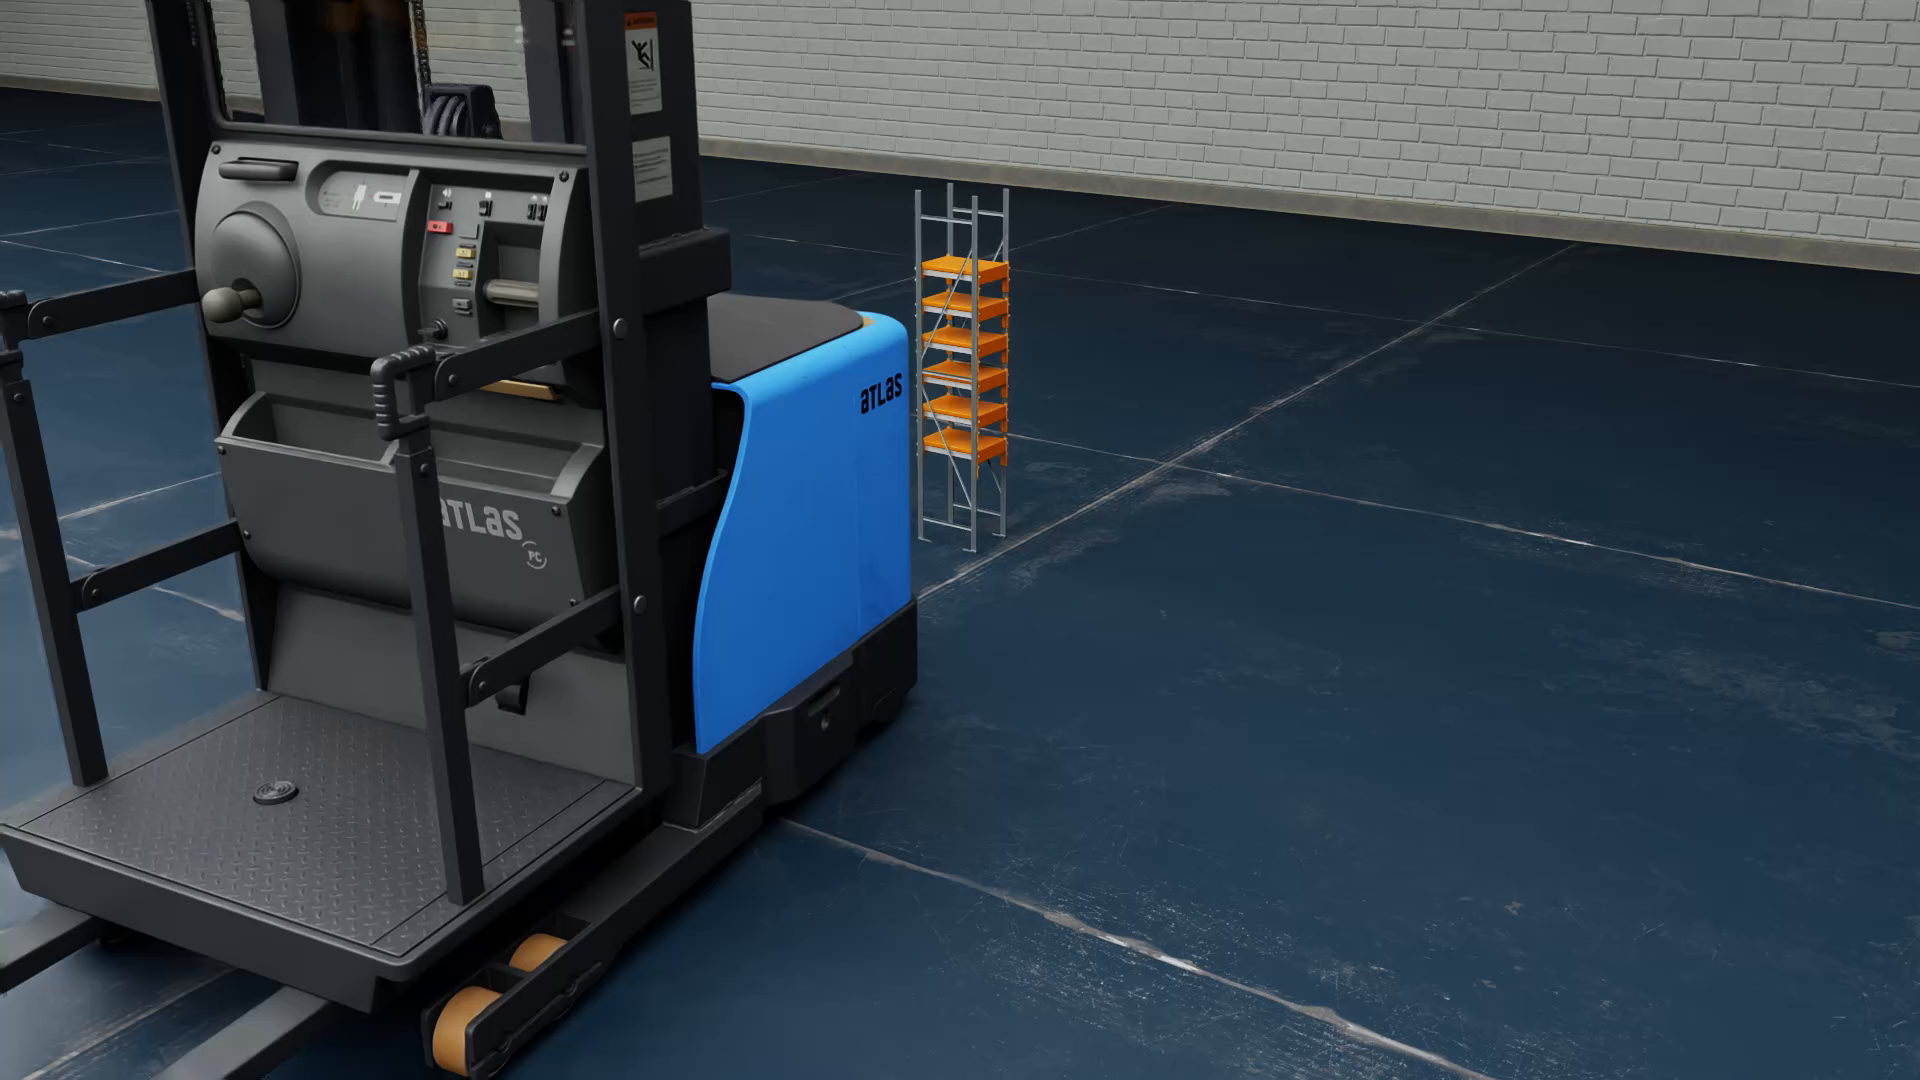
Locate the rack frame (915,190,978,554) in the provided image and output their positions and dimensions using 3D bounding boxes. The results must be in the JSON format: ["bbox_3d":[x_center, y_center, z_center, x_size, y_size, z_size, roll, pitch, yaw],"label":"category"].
[{"bbox_3d":[-0.043,-0.541,5.497,0.240,1.200,0.006,13,24,32],"label":"rack frame"}]

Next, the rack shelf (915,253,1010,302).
[{"bbox_3d":[0.008,-0.863,5.459,0.258,0.103,0.180,13,24,32],"label":"rack shelf"}]

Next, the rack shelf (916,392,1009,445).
[{"bbox_3d":[0.008,-0.413,5.625,0.258,0.103,0.180,13,24,32],"label":"rack shelf"}]

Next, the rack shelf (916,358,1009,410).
[{"bbox_3d":[0.008,-0.525,5.583,0.258,0.103,0.180,13,24,32],"label":"rack shelf"}]

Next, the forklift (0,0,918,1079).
[{"bbox_3d":[-1.215,-0.552,3.033,1.130,2.935,3.031,10,22,24],"label":"forklift"}]

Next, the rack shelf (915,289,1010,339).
[{"bbox_3d":[0.008,-0.750,5.500,0.258,0.103,0.180,13,24,32],"label":"rack shelf"}]

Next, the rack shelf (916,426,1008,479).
[{"bbox_3d":[0.008,-0.300,5.667,0.258,0.103,0.180,13,24,32],"label":"rack shelf"}]

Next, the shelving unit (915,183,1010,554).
[{"bbox_3d":[0.008,-0.567,5.568,0.258,1.200,0.189,13,24,32],"label":"shelving unit"}]

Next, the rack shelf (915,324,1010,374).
[{"bbox_3d":[0.008,-0.638,5.542,0.258,0.103,0.180,13,24,32],"label":"rack shelf"}]

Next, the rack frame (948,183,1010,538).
[{"bbox_3d":[0.060,-0.593,5.639,0.240,1.200,0.006,13,24,32],"label":"rack frame"}]
